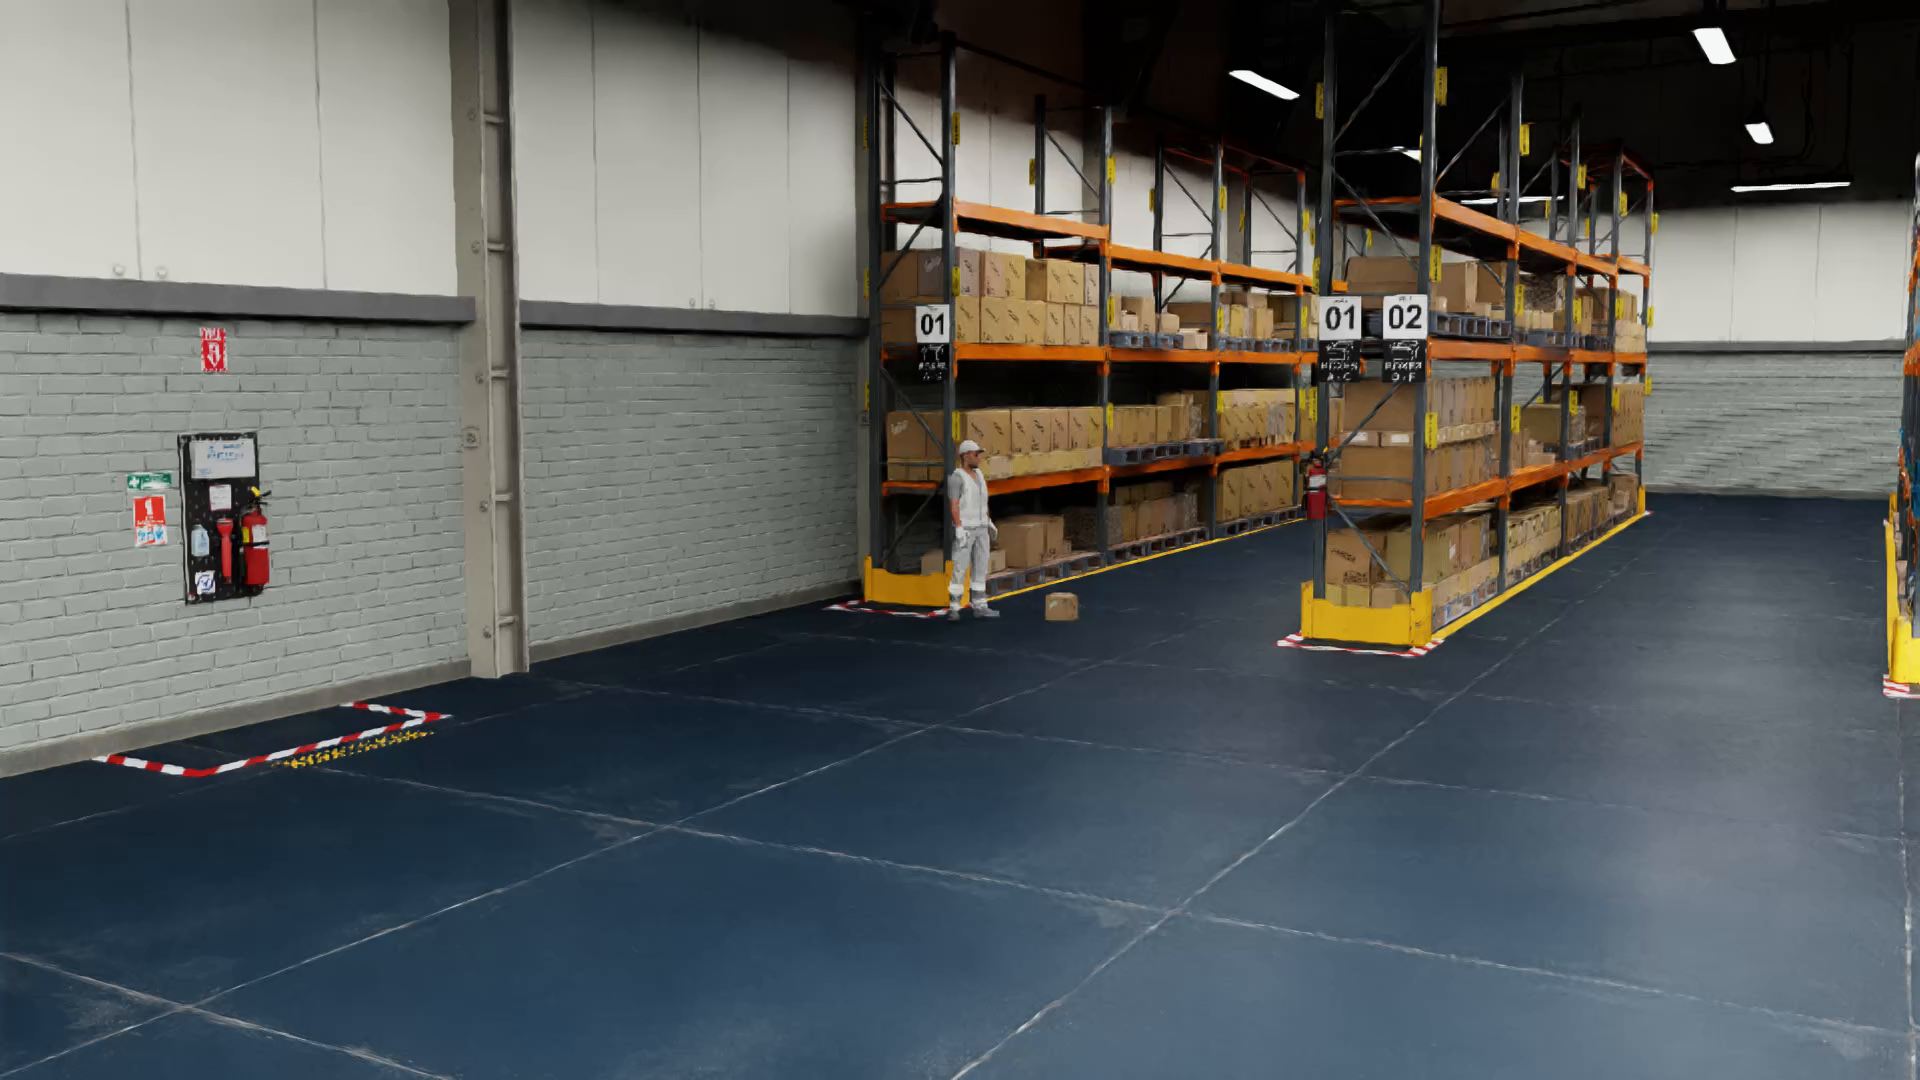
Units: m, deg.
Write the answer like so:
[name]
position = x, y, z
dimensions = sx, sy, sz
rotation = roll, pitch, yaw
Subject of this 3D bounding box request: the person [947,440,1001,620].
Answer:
[person]
position = 0.127, -0.108, 16.697
dimensions = 0.377, 1.793, 0.687
rotation = 5, 8, 41
